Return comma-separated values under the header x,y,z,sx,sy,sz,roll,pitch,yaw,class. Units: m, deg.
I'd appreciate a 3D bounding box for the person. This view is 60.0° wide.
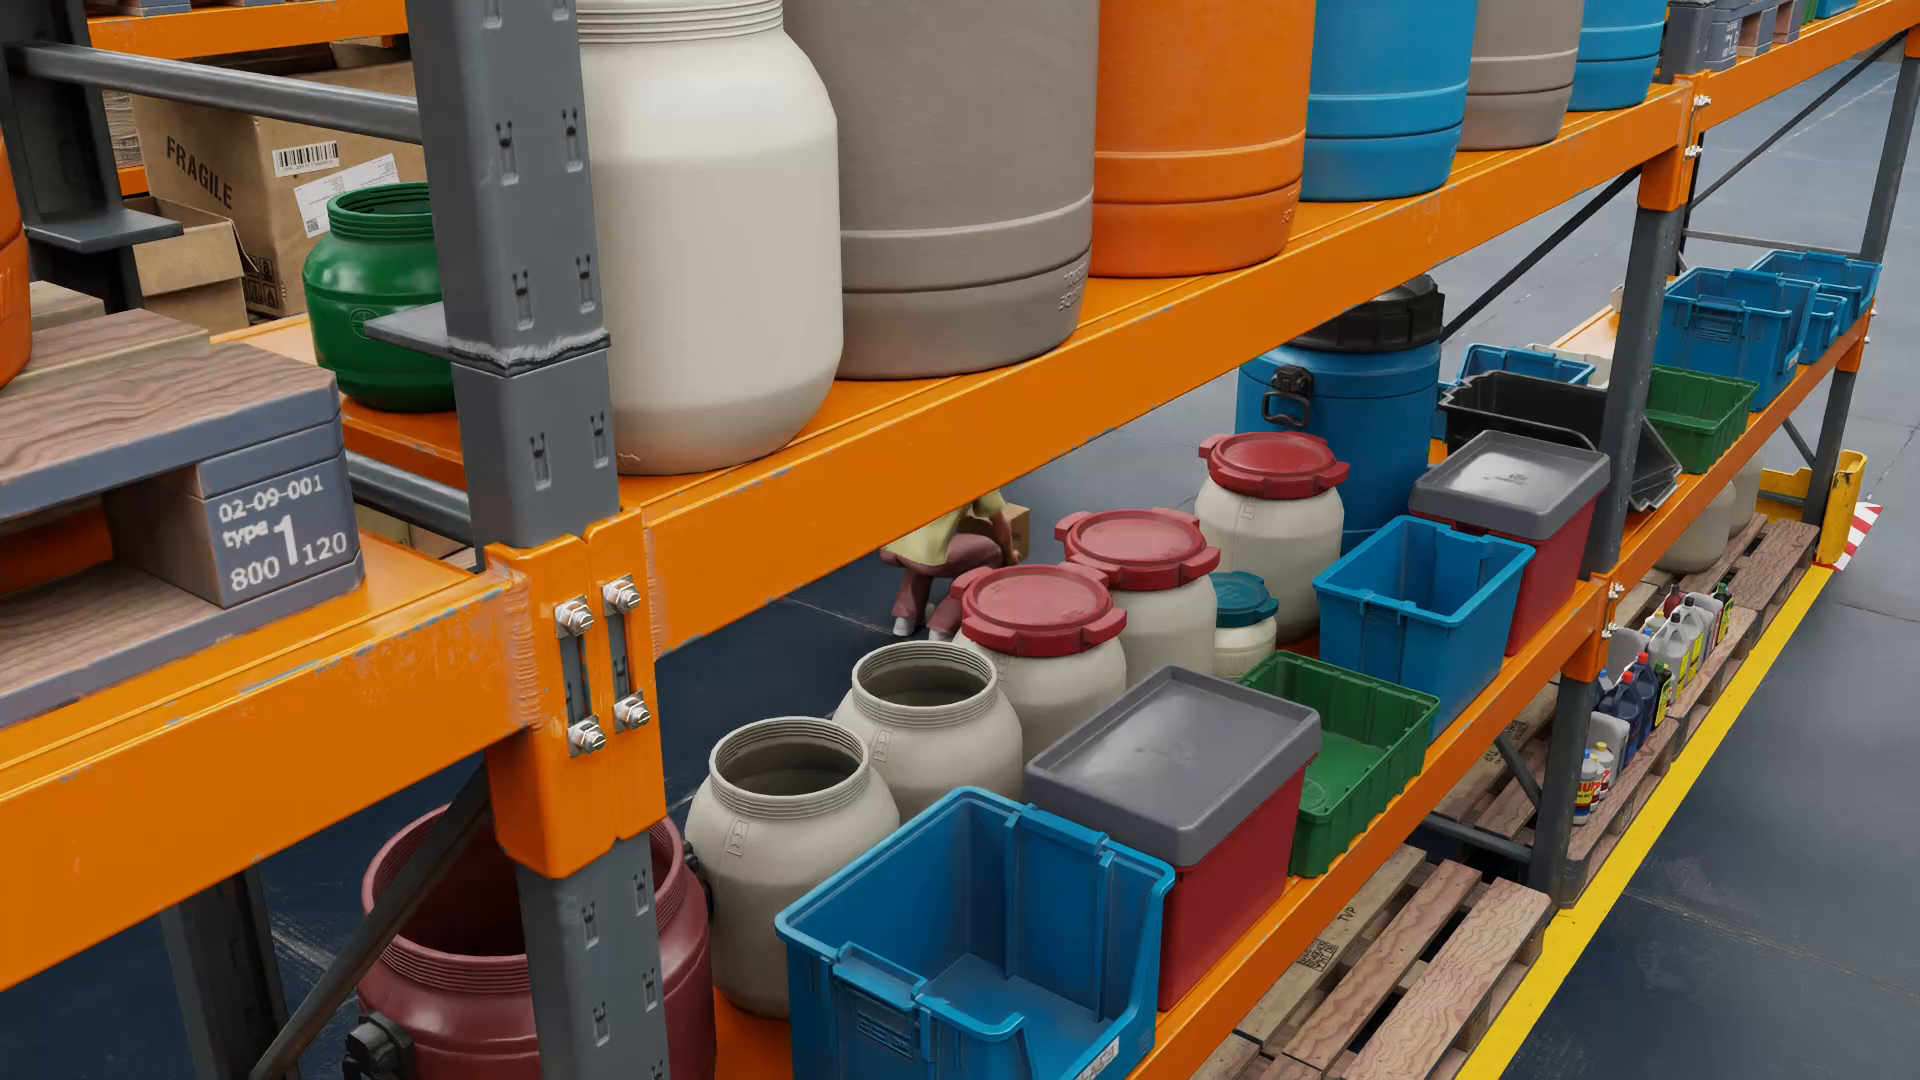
x,y,z,sx,sy,sz,roll,pitch,yaw,class
-0.061,-0.045,7.639,0.490,0.932,0.806,17,29,33,person
